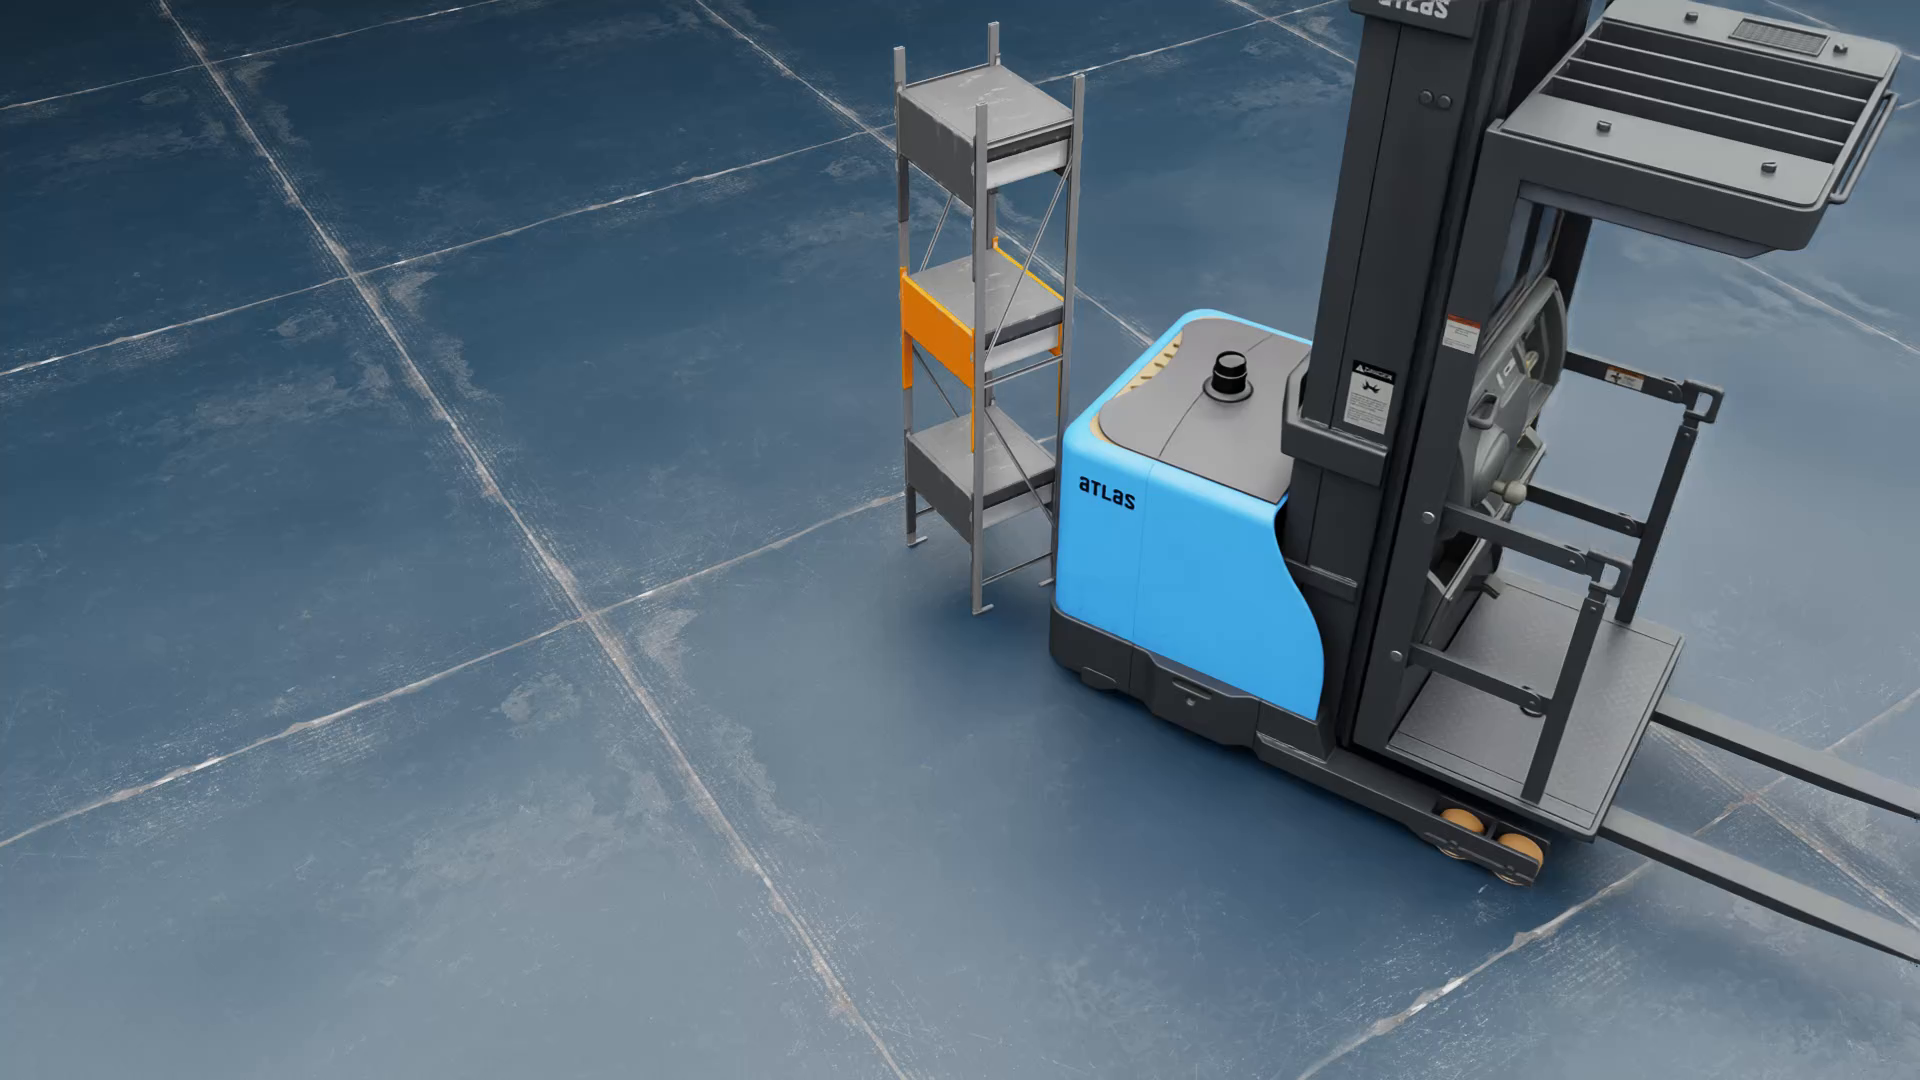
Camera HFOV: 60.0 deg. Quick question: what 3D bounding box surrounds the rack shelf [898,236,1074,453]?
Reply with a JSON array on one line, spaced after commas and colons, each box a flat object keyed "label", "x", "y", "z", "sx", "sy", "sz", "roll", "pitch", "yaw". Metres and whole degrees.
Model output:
[{"label": "rack shelf", "x": 0.089, "y": -0.707, "z": 5.979, "sx": 0.431, "sy": 0.518, "sz": 0.480, "roll": -22, "pitch": 45, "yaw": -24}]

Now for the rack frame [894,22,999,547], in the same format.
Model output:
[{"label": "rack frame", "x": -0.042, "y": -0.849, "z": 6.129, "sx": 0.400, "sy": 2.100, "sz": 0.015, "roll": -22, "pitch": 45, "yaw": -24}]

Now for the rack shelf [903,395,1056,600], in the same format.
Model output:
[{"label": "rack shelf", "x": 0.089, "y": -0.169, "z": 6.427, "sx": 0.431, "sy": 0.518, "sz": 0.480, "roll": -22, "pitch": 45, "yaw": -24}]

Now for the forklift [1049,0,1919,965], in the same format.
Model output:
[{"label": "forklift", "x": 1.841, "y": -0.398, "z": 4.938, "sx": 3.031, "sy": 2.935, "sz": 1.130, "roll": 23, "pitch": 45, "yaw": 25}]

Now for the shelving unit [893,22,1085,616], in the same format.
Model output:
[{"label": "shelving unit", "x": 0.089, "y": -0.717, "z": 5.971, "sx": 0.431, "sy": 2.100, "sz": 0.503, "roll": -22, "pitch": 45, "yaw": -24}]

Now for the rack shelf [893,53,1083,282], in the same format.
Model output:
[{"label": "rack shelf", "x": 0.089, "y": -1.245, "z": 5.531, "sx": 0.431, "sy": 0.518, "sz": 0.480, "roll": -22, "pitch": 45, "yaw": -24}]

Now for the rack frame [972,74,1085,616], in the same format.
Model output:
[{"label": "rack frame", "x": 0.220, "y": -0.586, "z": 5.813, "sx": 0.400, "sy": 2.100, "sz": 0.015, "roll": -22, "pitch": 45, "yaw": -24}]
